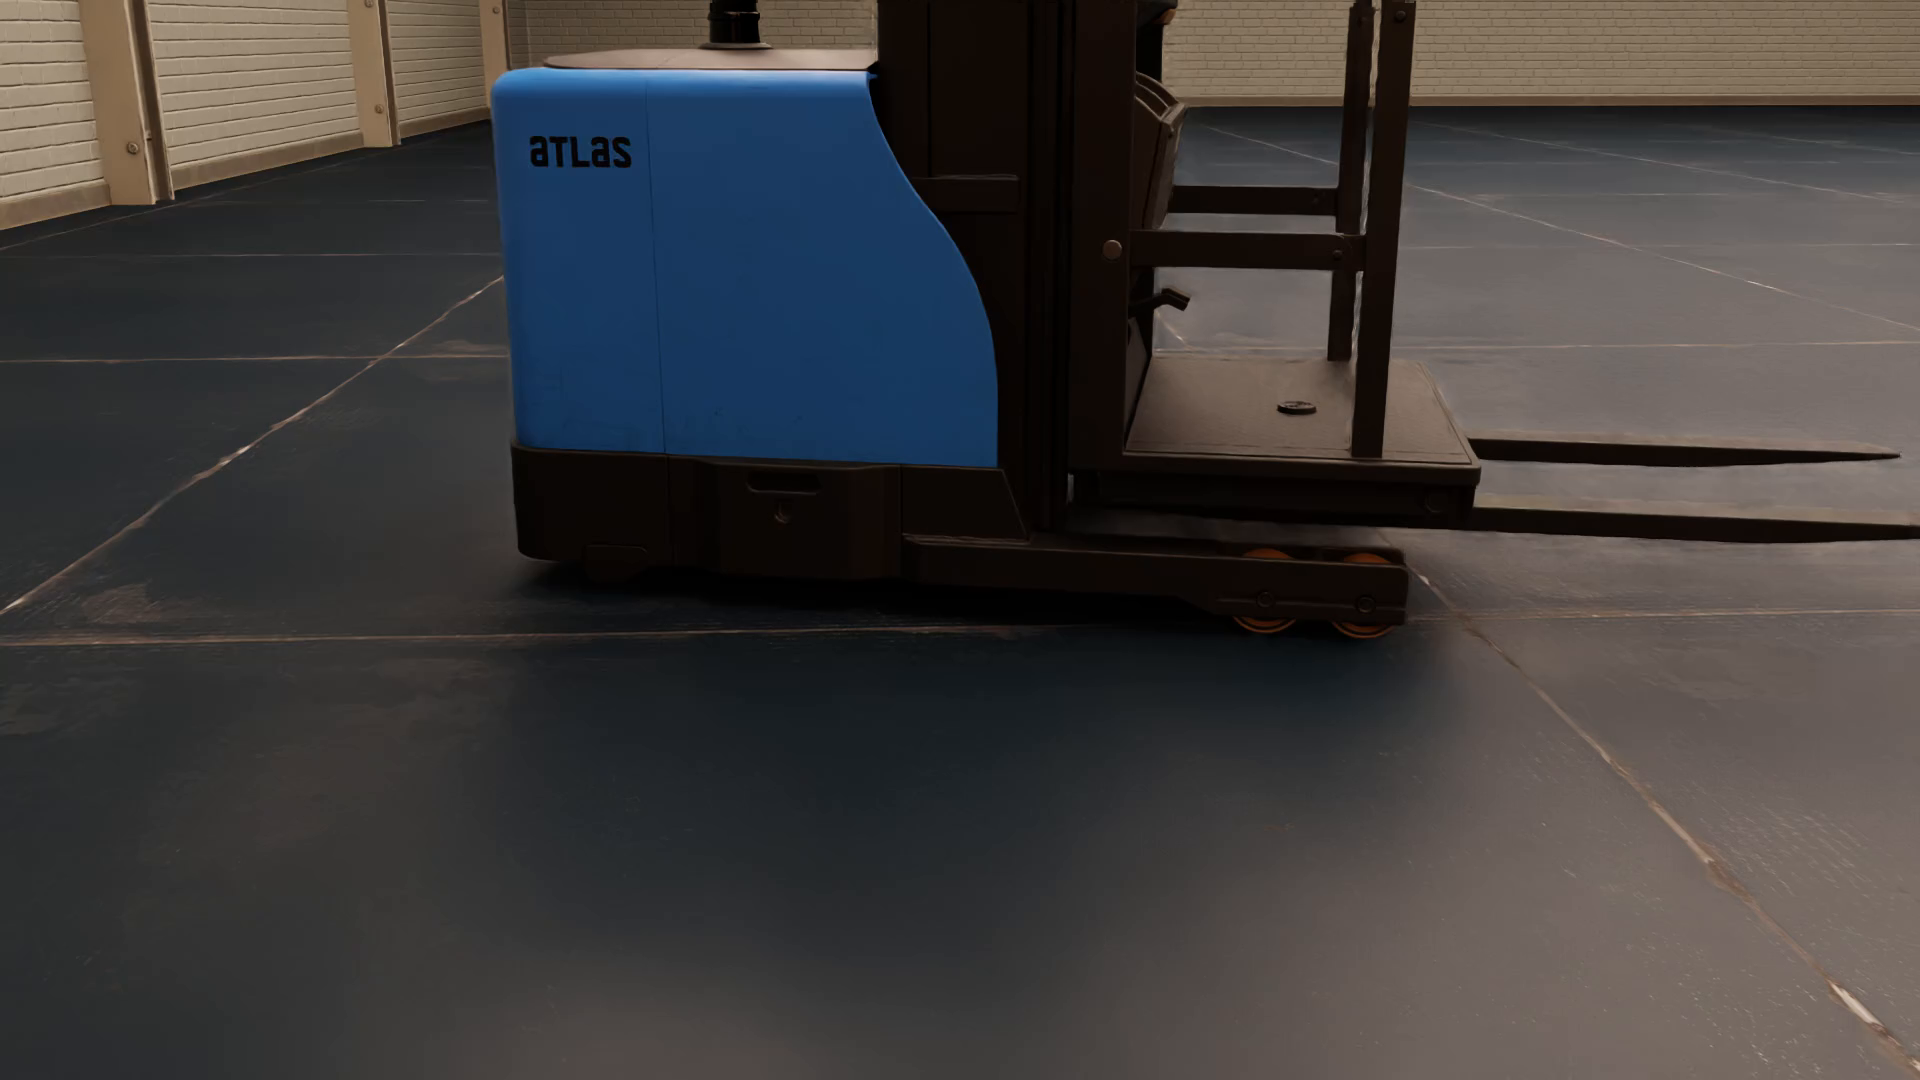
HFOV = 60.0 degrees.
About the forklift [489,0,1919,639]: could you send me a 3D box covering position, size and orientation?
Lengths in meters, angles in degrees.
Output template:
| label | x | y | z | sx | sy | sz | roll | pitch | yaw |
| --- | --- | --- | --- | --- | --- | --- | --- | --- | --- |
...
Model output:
| label | x | y | z | sx | sy | sz | roll | pitch | yaw |
| --- | --- | --- | --- | --- | --- | --- | --- | --- | --- |
| forklift | 0.603 | -1.374 | 3.398 | 3.031 | 2.935 | 1.130 | 3 | 17 | 9 |
